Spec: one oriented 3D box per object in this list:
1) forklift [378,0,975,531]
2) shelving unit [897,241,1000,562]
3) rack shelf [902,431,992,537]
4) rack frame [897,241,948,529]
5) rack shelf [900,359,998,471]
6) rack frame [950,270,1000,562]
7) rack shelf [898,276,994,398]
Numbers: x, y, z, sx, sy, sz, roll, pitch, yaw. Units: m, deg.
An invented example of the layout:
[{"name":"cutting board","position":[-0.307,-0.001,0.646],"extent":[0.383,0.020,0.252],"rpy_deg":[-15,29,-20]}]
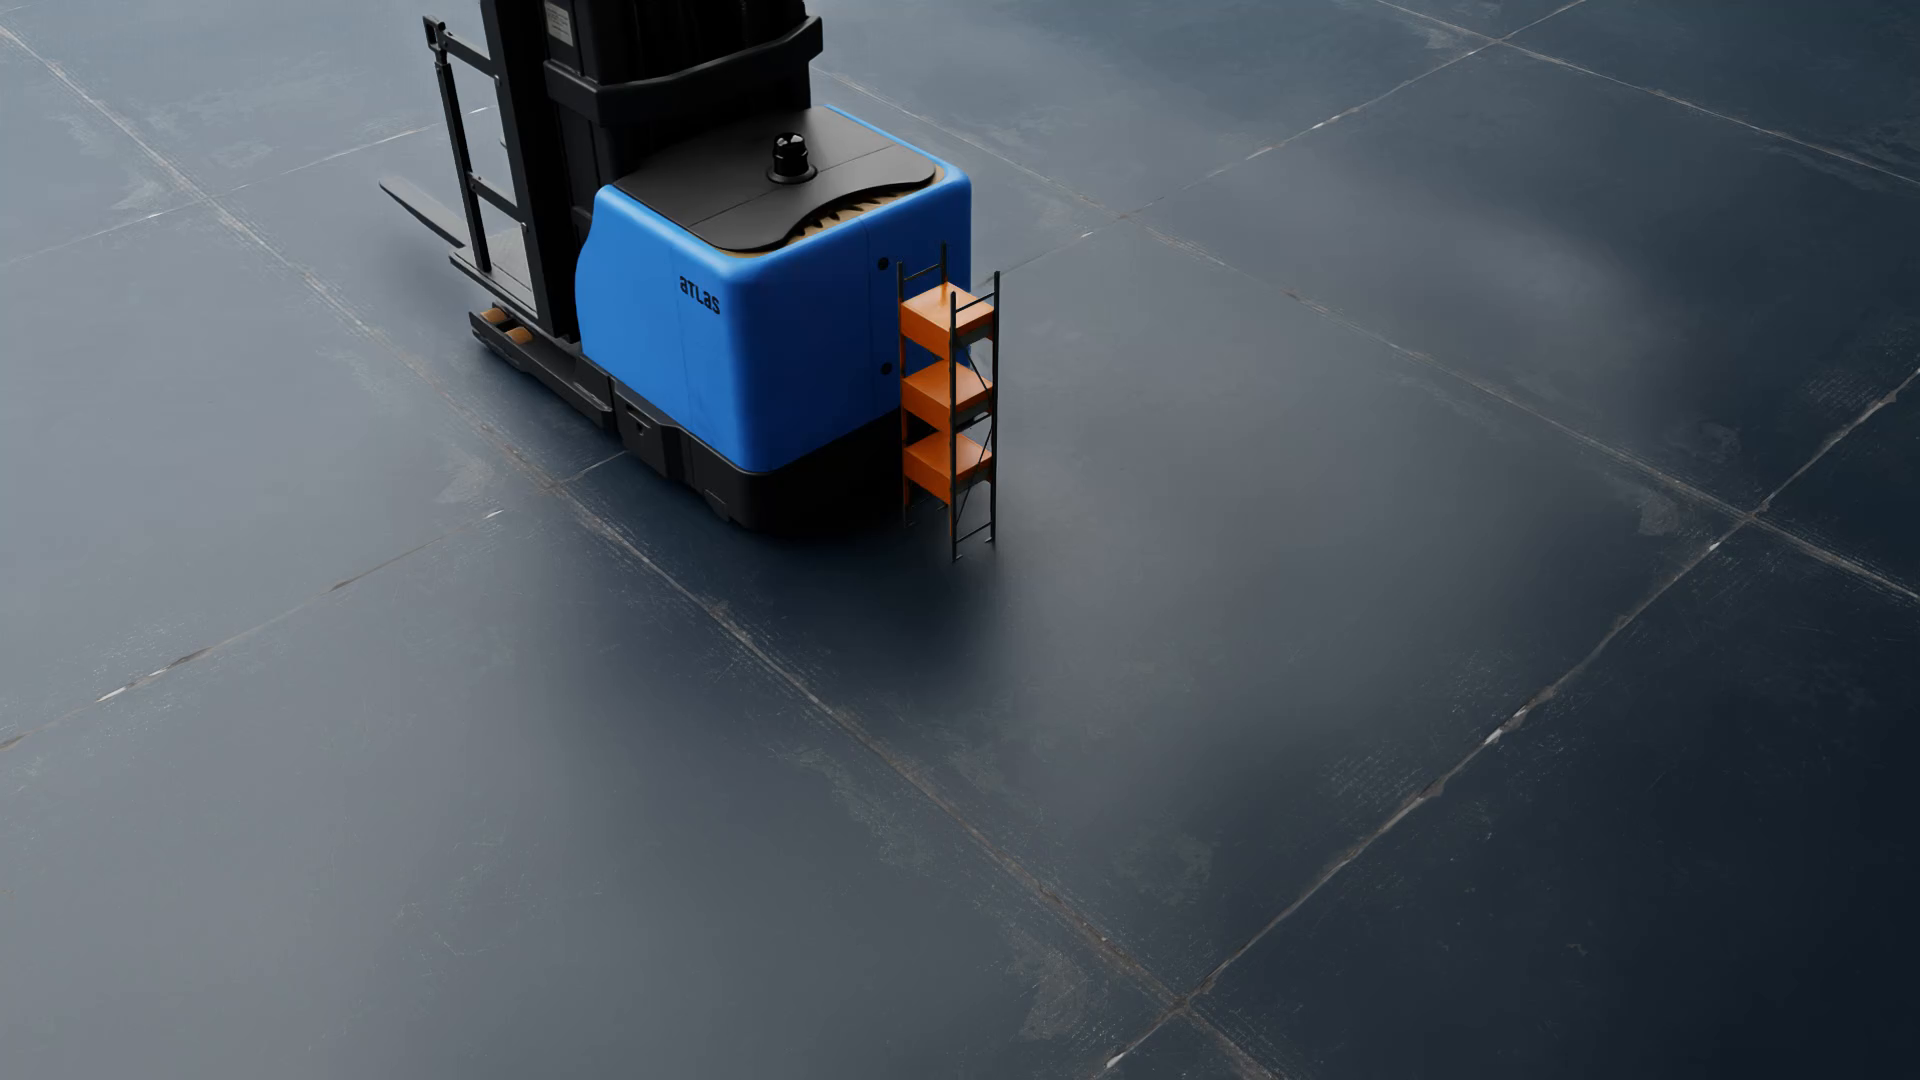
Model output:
[{"name":"forklift","position":[-1.312,-2.008,5.904],"extent":[1.130,2.935,3.031],"rpy_deg":[-30,48,-32]},{"name":"shelving unit","position":[-0.036,-0.433,5.451],"extent":[0.215,1.050,0.252],"rpy_deg":[-30,48,-32]},{"name":"rack shelf","position":[-0.036,-0.209,5.632],"extent":[0.215,0.259,0.240],"rpy_deg":[-30,48,-32]},{"name":"rack frame","position":[-0.119,-0.490,5.521],"extent":[0.200,1.050,0.008],"rpy_deg":[-30,48,-32]},{"name":"rack shelf","position":[-0.036,-0.425,5.457],"extent":[0.215,0.259,0.240],"rpy_deg":[-30,48,-32]},{"name":"rack frame","position":[0.046,-0.377,5.381],"extent":[0.200,1.050,0.008],"rpy_deg":[-30,48,-32]},{"name":"rack shelf","position":[-0.036,-0.646,5.279],"extent":[0.215,0.259,0.240],"rpy_deg":[-30,48,-32]}]
